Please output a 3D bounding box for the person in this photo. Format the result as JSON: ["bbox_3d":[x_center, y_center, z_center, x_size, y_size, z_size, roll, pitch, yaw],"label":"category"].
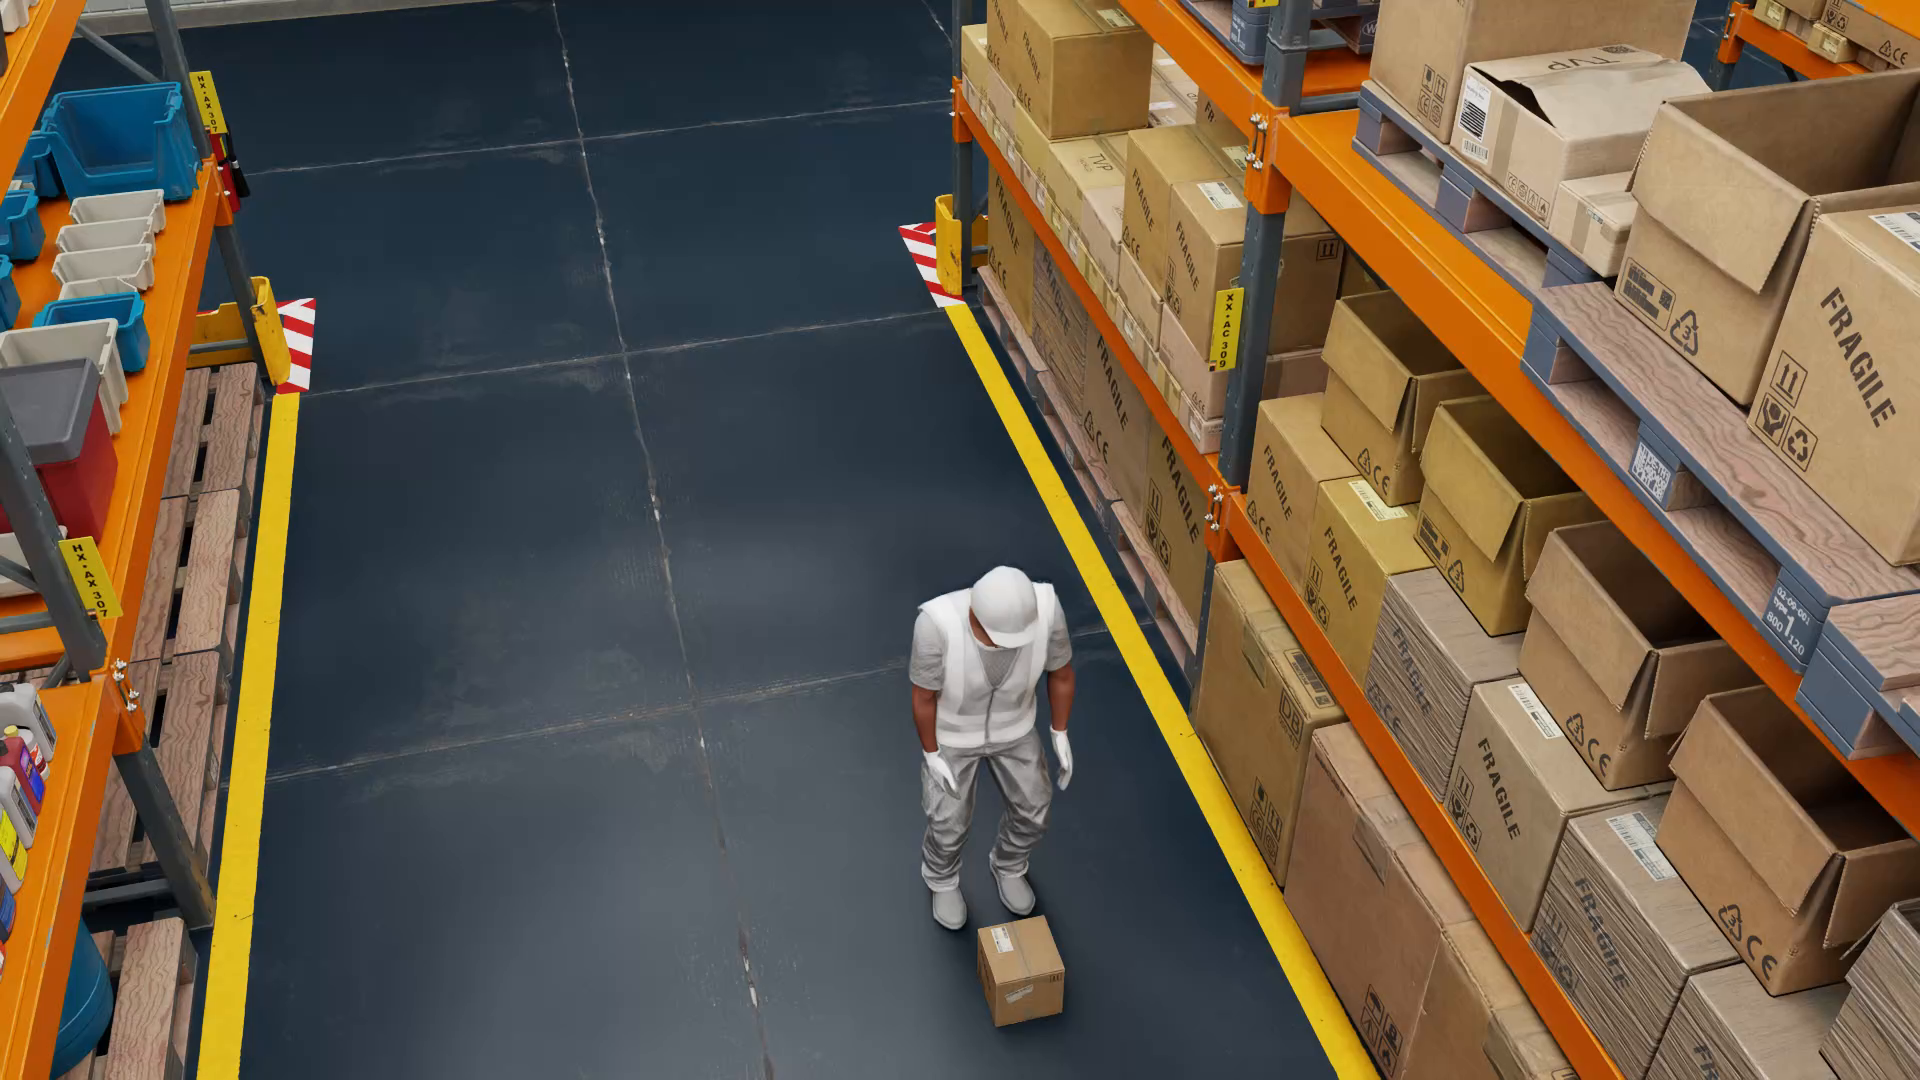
[{"bbox_3d":[0.113,0.695,5.878,0.584,1.695,0.517,-8,39,-11],"label":"person"}]
